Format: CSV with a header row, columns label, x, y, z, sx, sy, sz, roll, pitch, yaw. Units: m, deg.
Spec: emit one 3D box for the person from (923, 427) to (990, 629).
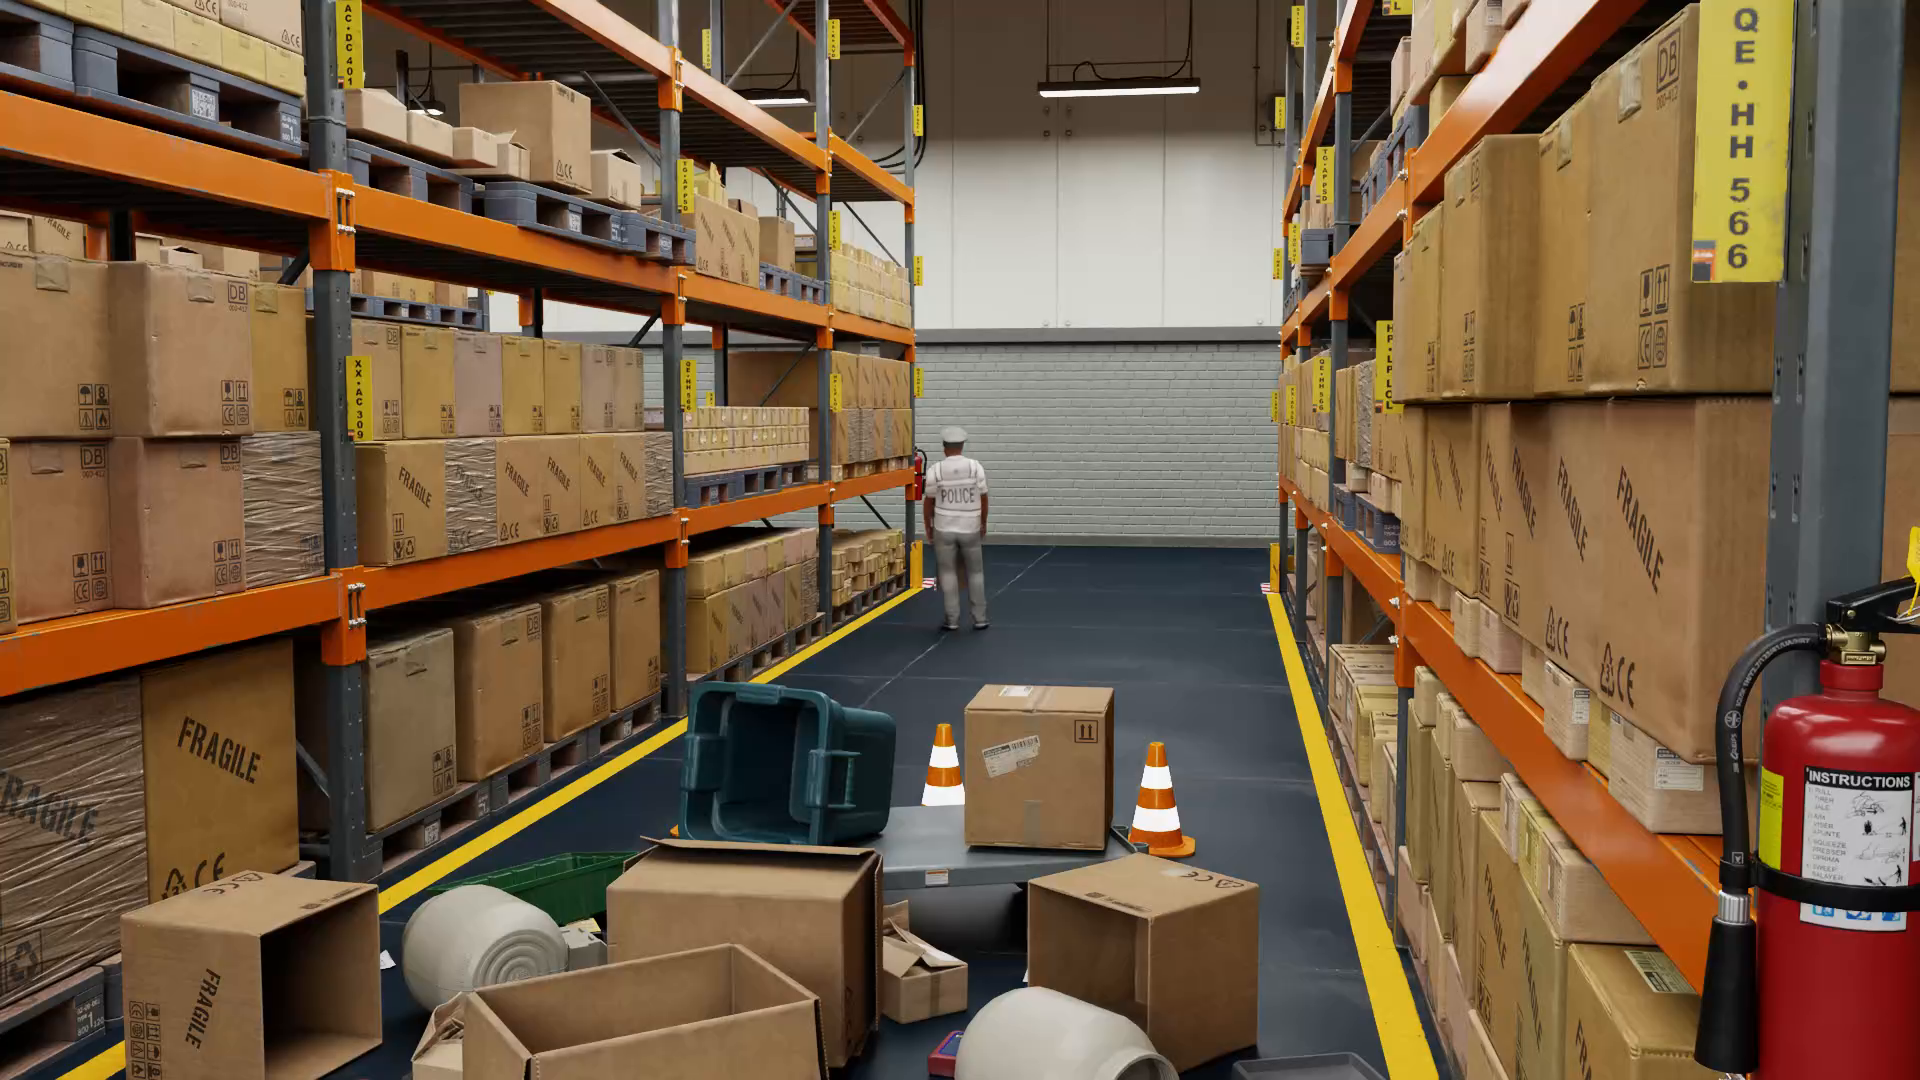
label,x,y,z,sx,sy,sz,roll,pitch,yaw
person,-0.024,-0.107,14.674,0.613,1.780,0.572,0,4,-5
